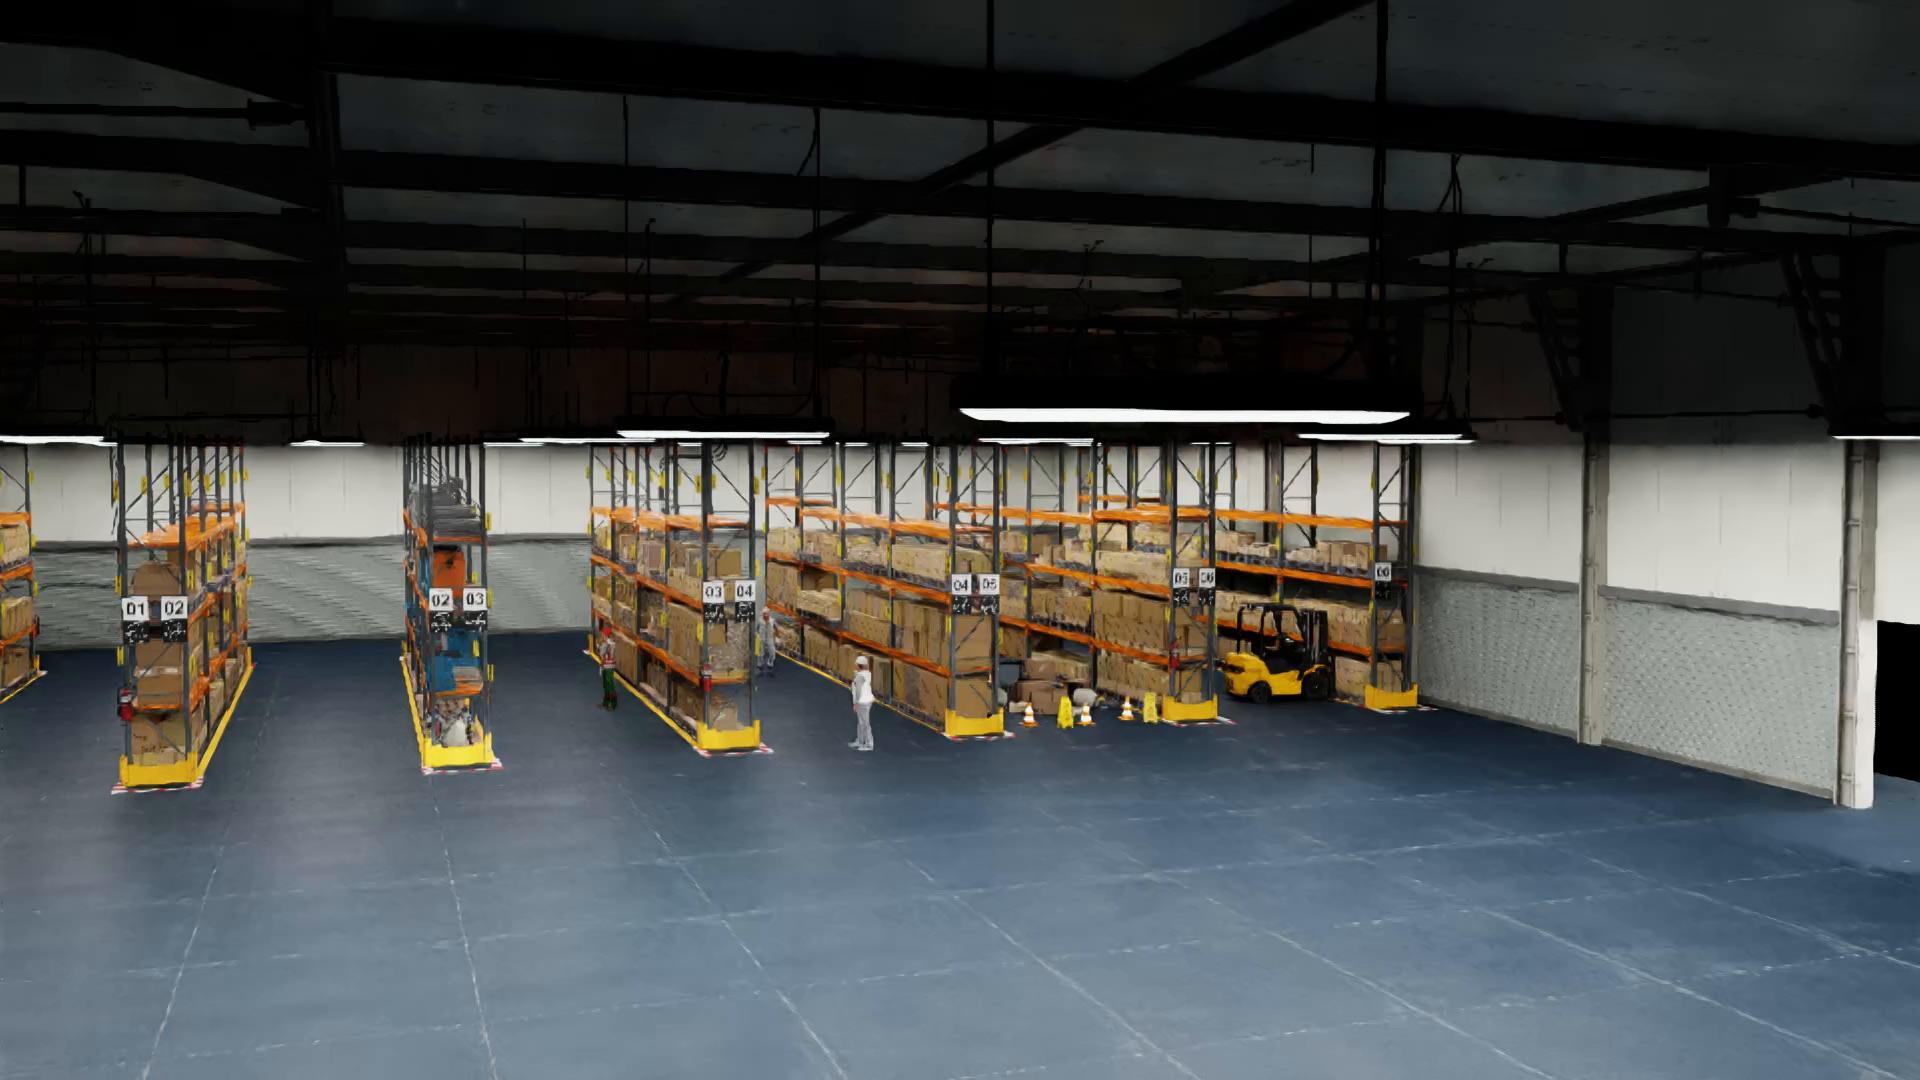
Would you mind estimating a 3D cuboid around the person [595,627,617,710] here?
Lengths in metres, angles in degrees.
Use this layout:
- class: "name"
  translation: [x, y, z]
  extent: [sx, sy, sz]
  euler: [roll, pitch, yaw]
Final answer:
- class: "person"
  translation: [-7.756, 2.798, 36.426]
  extent: [0.581, 1.785, 0.664]
  euler: [0, 3, 5]

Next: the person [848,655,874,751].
- class: "person"
  translation: [-1.889, 3.072, 31.548]
  extent: [0.576, 1.768, 0.602]
  euler: [1, 3, 11]

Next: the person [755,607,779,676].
- class: "person"
  translation: [-4.856, 2.540, 41.767]
  extent: [0.713, 1.749, 0.683]
  euler: [-1, 3, -16]

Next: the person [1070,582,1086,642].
- class: "person"
  translation: [3.576, 2.116, 48.732]
  extent: [0.638, 1.771, 0.709]
  euler: [-1, 3, -10]
